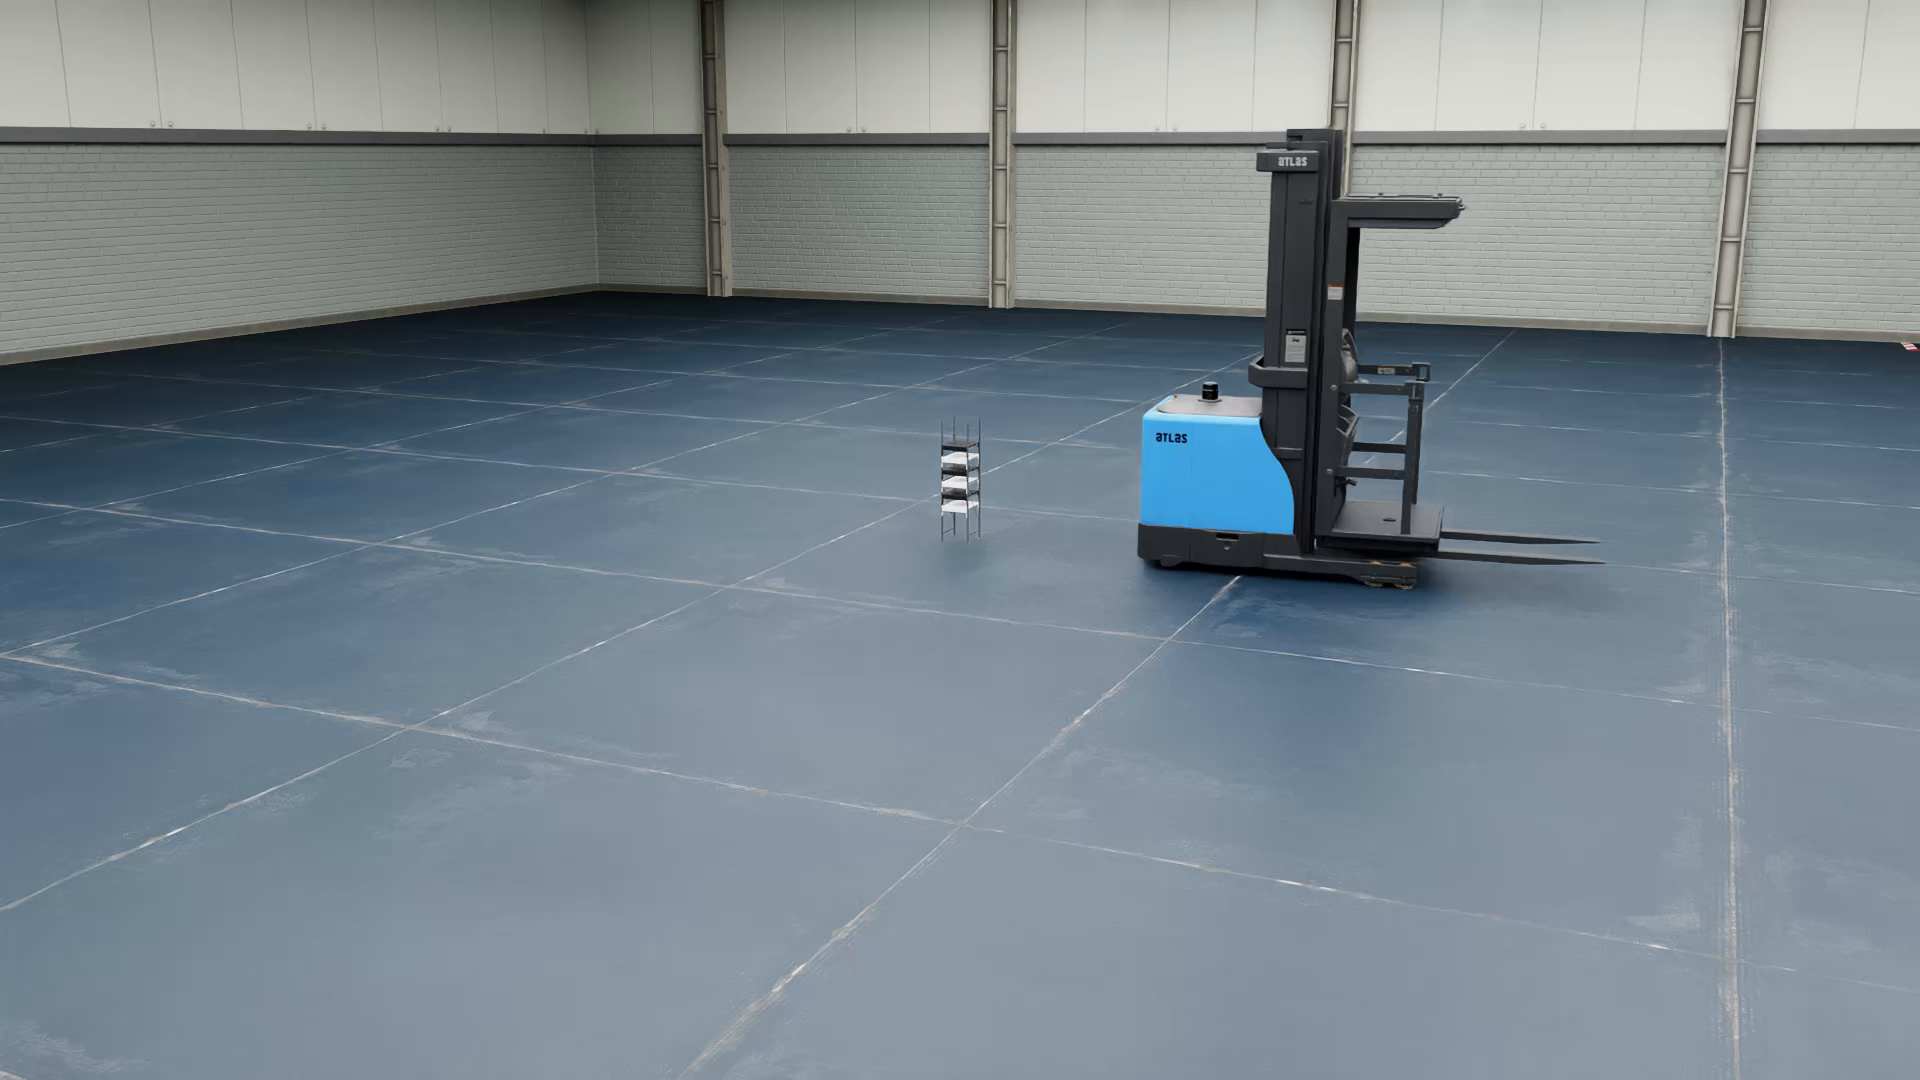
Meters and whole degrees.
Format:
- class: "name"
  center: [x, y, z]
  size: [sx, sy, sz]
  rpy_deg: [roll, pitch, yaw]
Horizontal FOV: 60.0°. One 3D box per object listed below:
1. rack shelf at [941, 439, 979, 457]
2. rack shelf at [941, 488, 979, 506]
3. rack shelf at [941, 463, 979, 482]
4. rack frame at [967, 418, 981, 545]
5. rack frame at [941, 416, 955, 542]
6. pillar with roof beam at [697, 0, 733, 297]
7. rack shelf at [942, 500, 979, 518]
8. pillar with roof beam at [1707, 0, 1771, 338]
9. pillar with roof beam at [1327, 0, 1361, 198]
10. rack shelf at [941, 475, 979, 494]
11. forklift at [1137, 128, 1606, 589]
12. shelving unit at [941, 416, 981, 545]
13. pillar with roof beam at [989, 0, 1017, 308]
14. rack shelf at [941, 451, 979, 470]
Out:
- class: "rack shelf"
  center: [0.007, -0.668, 12.095]
  size: [0.200, 0.077, 0.258]
  rpy_deg: [6, 14, 23]
- class: "rack shelf"
  center: [0.007, -0.317, 12.177]
  size: [0.200, 0.077, 0.258]
  rpy_deg: [6, 14, 23]
- class: "rack shelf"
  center: [0.007, -0.493, 12.136]
  size: [0.200, 0.077, 0.258]
  rpy_deg: [6, 14, 23]
- class: "rack frame"
  center: [0.100, -0.428, 12.109]
  size: [0.006, 0.900, 0.240]
  rpy_deg: [6, 14, 23]
- class: "rack frame"
  center: [-0.086, -0.447, 12.189]
  size: [0.006, 0.900, 0.240]
  rpy_deg: [6, 14, 23]
- class: "pillar with roof beam"
  center: [-6.466, -8.290, 27.886]
  size: [0.400, 9.000, 9.100]
  rpy_deg: [6, 14, 23]
- class: "rack shelf"
  center: [0.007, -0.230, 12.198]
  size: [0.200, 0.077, 0.258]
  rpy_deg: [6, 14, 23]
- class: "pillar with roof beam"
  center: [9.992, -6.625, 20.788]
  size: [0.400, 9.000, 9.100]
  rpy_deg: [6, 14, 23]
- class: "pillar with roof beam"
  center: [4.506, -7.180, 23.154]
  size: [0.400, 9.000, 9.100]
  rpy_deg: [6, 14, 23]
- class: "rack shelf"
  center: [0.007, -0.405, 12.156]
  size: [0.200, 0.077, 0.258]
  rpy_deg: [6, 14, 23]
- class: "forklift"
  center: [2.798, -1.241, 11.129]
  size: [3.031, 2.935, 1.130]
  rpy_deg: [4, 14, 17]
- class: "shelving unit"
  center: [0.007, -0.437, 12.149]
  size: [0.210, 0.900, 0.258]
  rpy_deg: [6, 14, 23]
- class: "pillar with roof beam"
  center: [-0.980, -7.735, 25.520]
  size: [0.400, 9.000, 9.100]
  rpy_deg: [6, 14, 23]
- class: "rack shelf"
  center: [0.007, -0.580, 12.115]
  size: [0.200, 0.077, 0.258]
  rpy_deg: [6, 14, 23]
